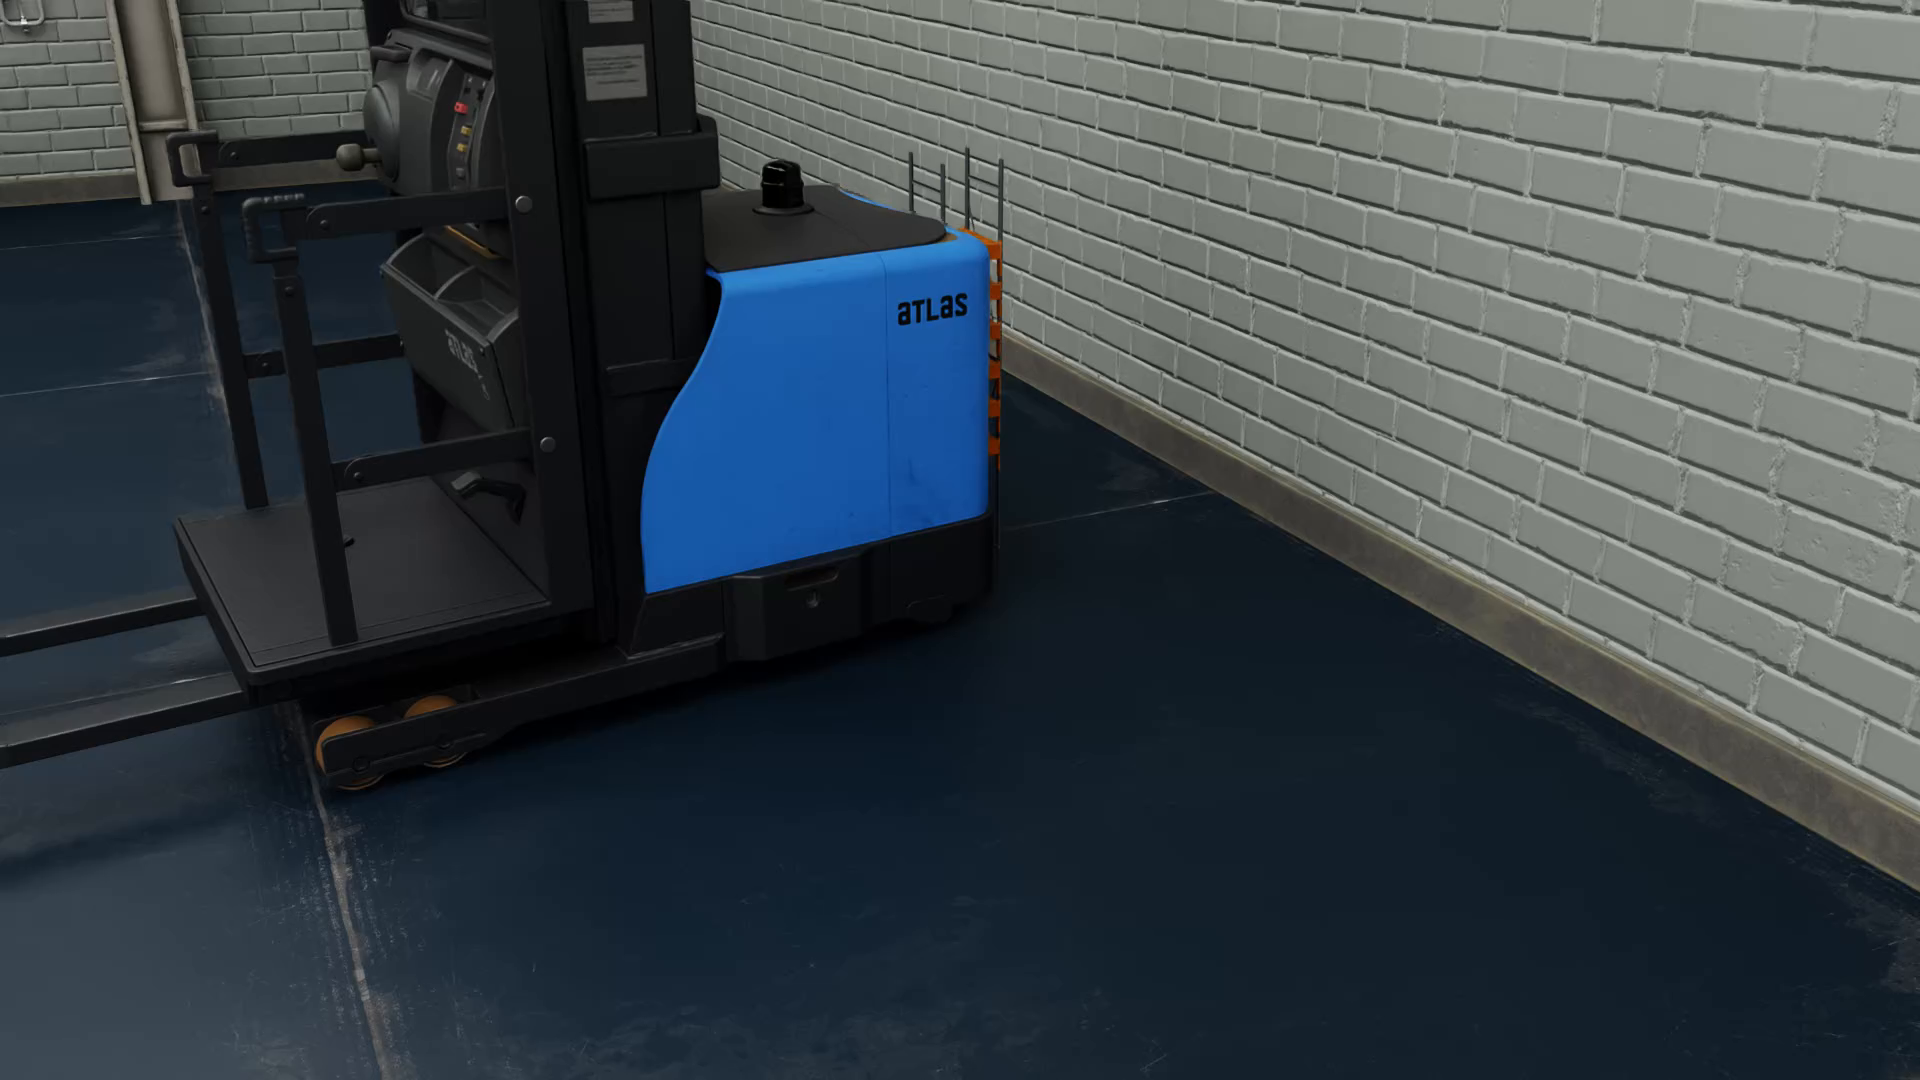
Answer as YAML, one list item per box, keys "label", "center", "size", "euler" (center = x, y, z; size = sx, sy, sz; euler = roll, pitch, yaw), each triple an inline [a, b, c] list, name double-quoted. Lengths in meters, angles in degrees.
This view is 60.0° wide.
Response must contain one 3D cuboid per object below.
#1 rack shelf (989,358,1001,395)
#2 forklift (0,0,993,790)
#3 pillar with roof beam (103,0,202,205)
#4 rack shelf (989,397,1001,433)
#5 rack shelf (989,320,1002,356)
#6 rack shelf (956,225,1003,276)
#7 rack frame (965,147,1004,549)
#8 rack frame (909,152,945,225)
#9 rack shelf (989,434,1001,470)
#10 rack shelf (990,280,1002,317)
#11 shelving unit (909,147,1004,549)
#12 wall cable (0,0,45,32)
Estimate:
- label: "rack shelf"
  center: [-0.013, -0.511, 5.032]
  size: [0.180, 0.103, 0.258]
  euler: [-10, 25, -24]
- label: "forklift"
  center: [-1.428, -1.006, 3.848]
  size: [3.031, 2.935, 1.130]
  euler: [-13, 26, -29]
- label: "pillar with roof beam"
  center: [-3.056, -4.823, 5.135]
  size: [0.400, 9.000, 9.100]
  euler: [-10, 25, -24]
- label: "rack shelf"
  center: [-0.013, -0.400, 5.078]
  size: [0.180, 0.103, 0.258]
  euler: [-10, 25, -24]
- label: "rack shelf"
  center: [-0.013, -0.622, 4.986]
  size: [0.180, 0.103, 0.258]
  euler: [-10, 25, -24]
- label: "rack shelf"
  center: [-0.013, -0.844, 4.894]
  size: [0.180, 0.103, 0.258]
  euler: [-10, 25, -24]
- label: "rack frame"
  center: [0.069, -0.567, 5.051]
  size: [0.006, 1.200, 0.240]
  euler: [-10, 25, -24]
- label: "rack frame"
  center: [-0.095, -0.537, 4.978]
  size: [0.006, 1.200, 0.240]
  euler: [-10, 25, -24]
- label: "rack shelf"
  center: [-0.013, -0.289, 5.124]
  size: [0.180, 0.103, 0.258]
  euler: [-10, 25, -24]
- label: "rack shelf"
  center: [-0.013, -0.733, 4.940]
  size: [0.180, 0.103, 0.258]
  euler: [-10, 25, -24]
- label: "shelving unit"
  center: [-0.013, -0.552, 5.015]
  size: [0.189, 1.200, 0.258]
  euler: [-10, 25, -24]
- label: "wall cable"
  center: [-6.238, -3.796, 9.171]
  size: [1.851, 1.984, 0.084]
  euler: [-10, 25, -24]
